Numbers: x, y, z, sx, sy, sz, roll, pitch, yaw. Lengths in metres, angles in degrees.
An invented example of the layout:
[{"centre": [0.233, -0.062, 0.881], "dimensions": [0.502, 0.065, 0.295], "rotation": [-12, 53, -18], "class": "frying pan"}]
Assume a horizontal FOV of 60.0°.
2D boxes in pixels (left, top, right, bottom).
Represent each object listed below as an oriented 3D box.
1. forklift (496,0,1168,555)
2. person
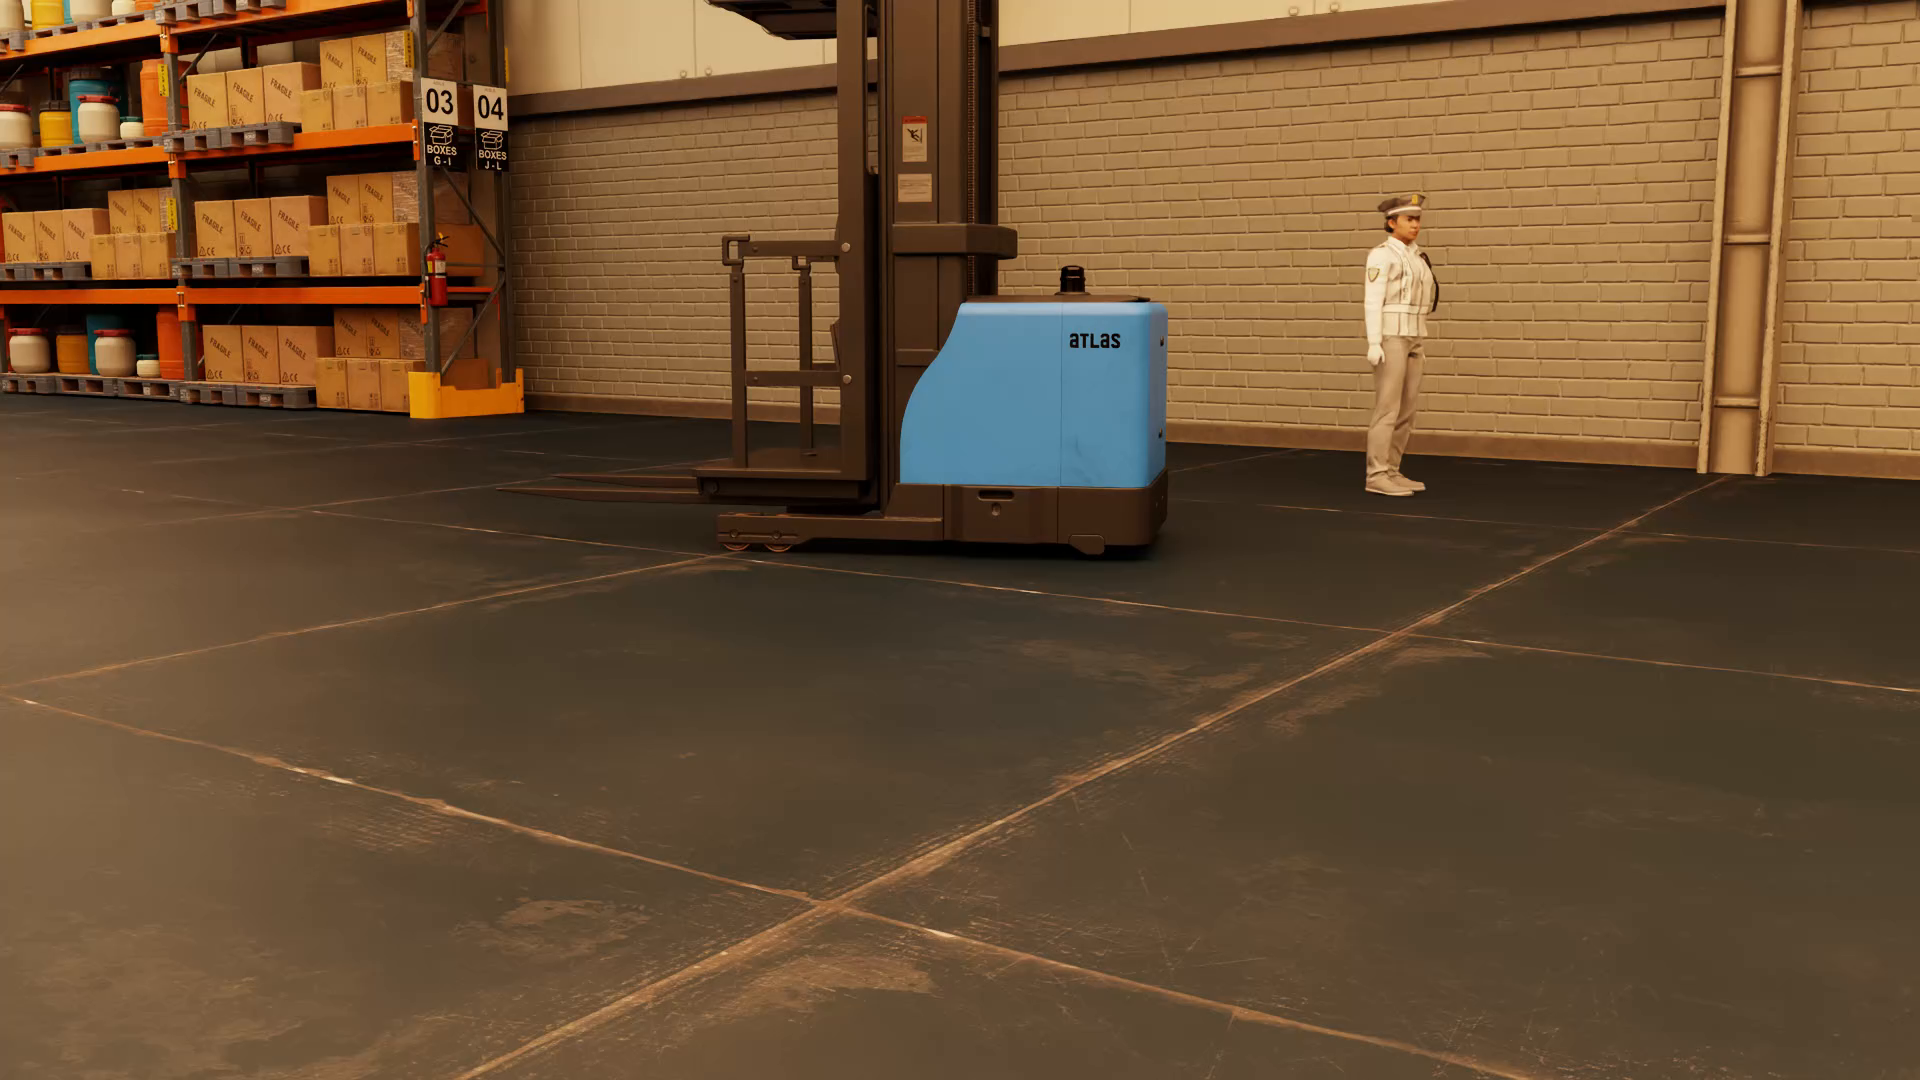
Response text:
[{"centre": [-0.596, -1.469, 7.520], "dimensions": [3.031, 2.935, 1.130], "rotation": [2, 8, 12], "class": "forklift"}, {"centre": [2.492, -1.104, 9.407], "dimensions": [0.355, 1.685, 0.535], "rotation": [7, 11, 42], "class": "person"}]
